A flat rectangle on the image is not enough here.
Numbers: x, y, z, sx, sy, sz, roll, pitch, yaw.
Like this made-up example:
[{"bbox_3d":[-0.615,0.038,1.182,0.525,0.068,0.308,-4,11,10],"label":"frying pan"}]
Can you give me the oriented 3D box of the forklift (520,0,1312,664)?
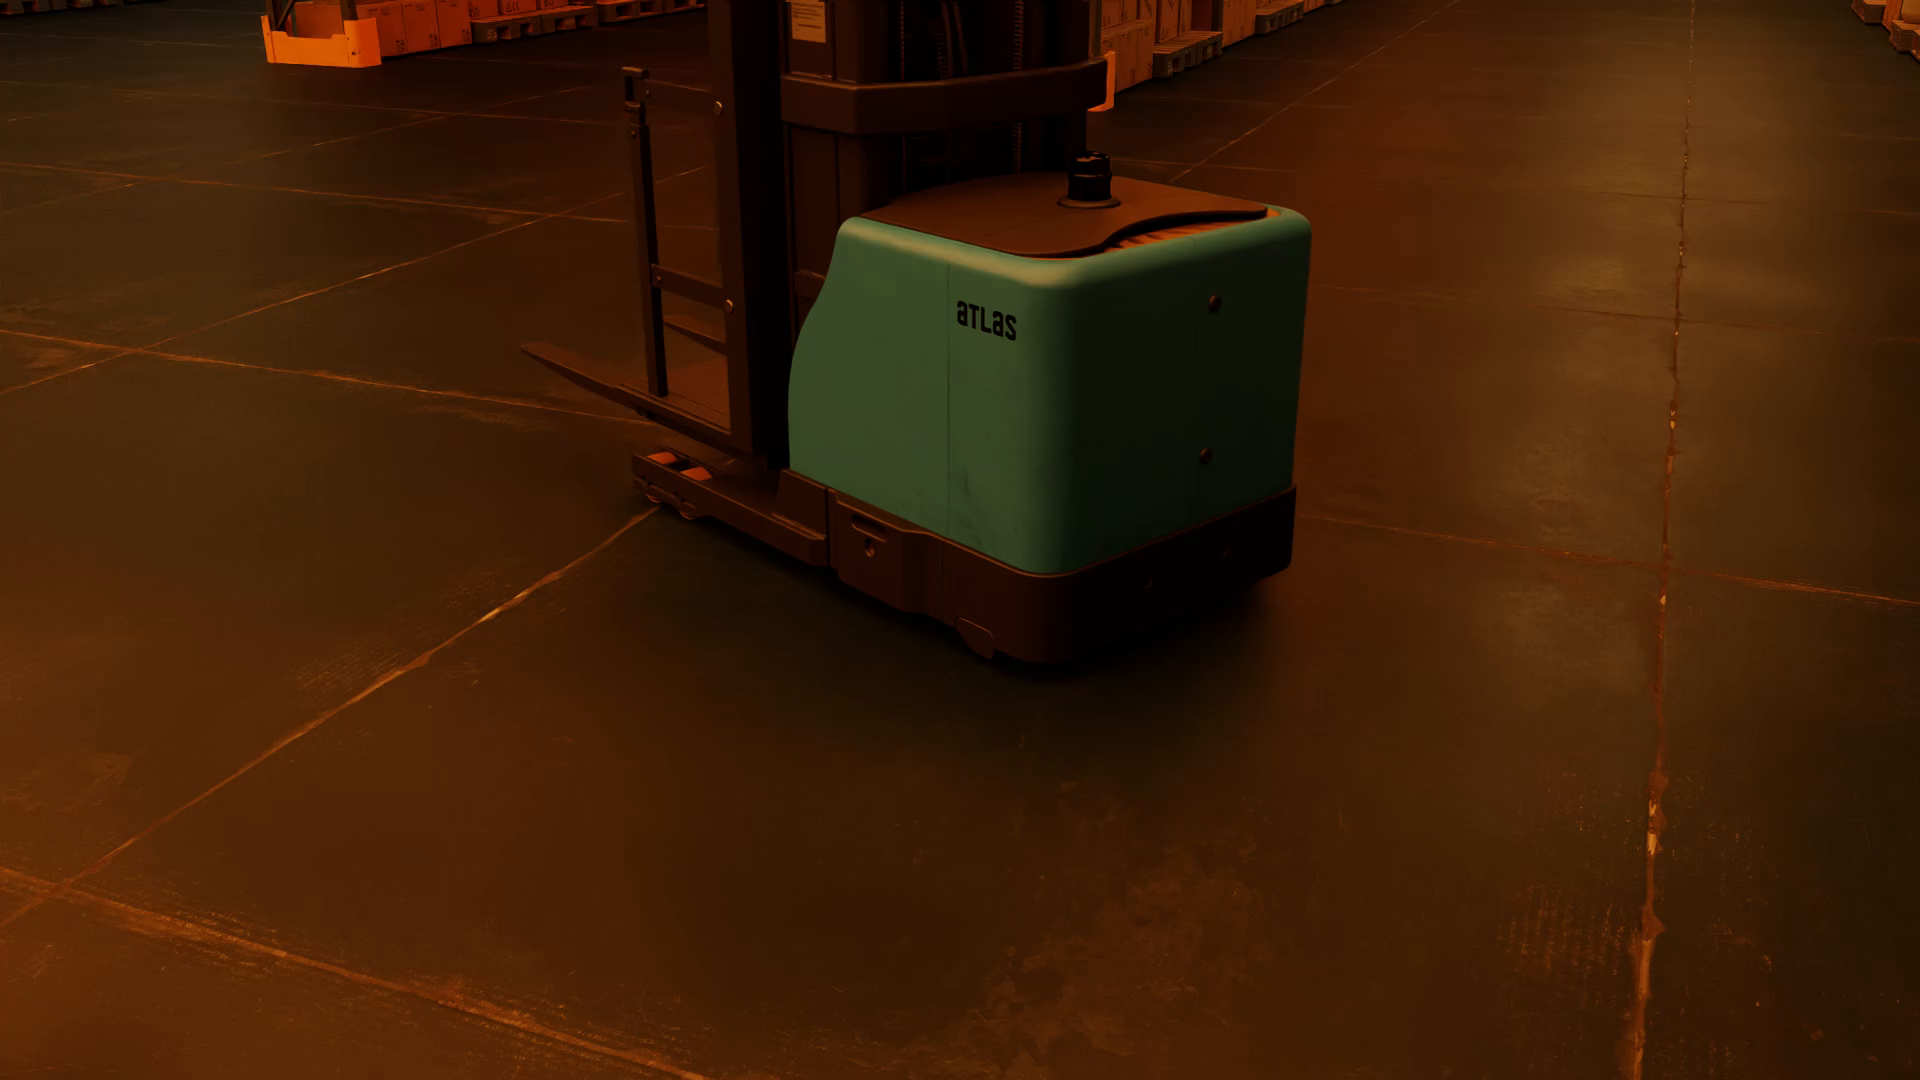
[{"bbox_3d":[-0.407,-1.529,4.950,1.130,2.935,3.031,-19,29,-38],"label":"forklift"}]
